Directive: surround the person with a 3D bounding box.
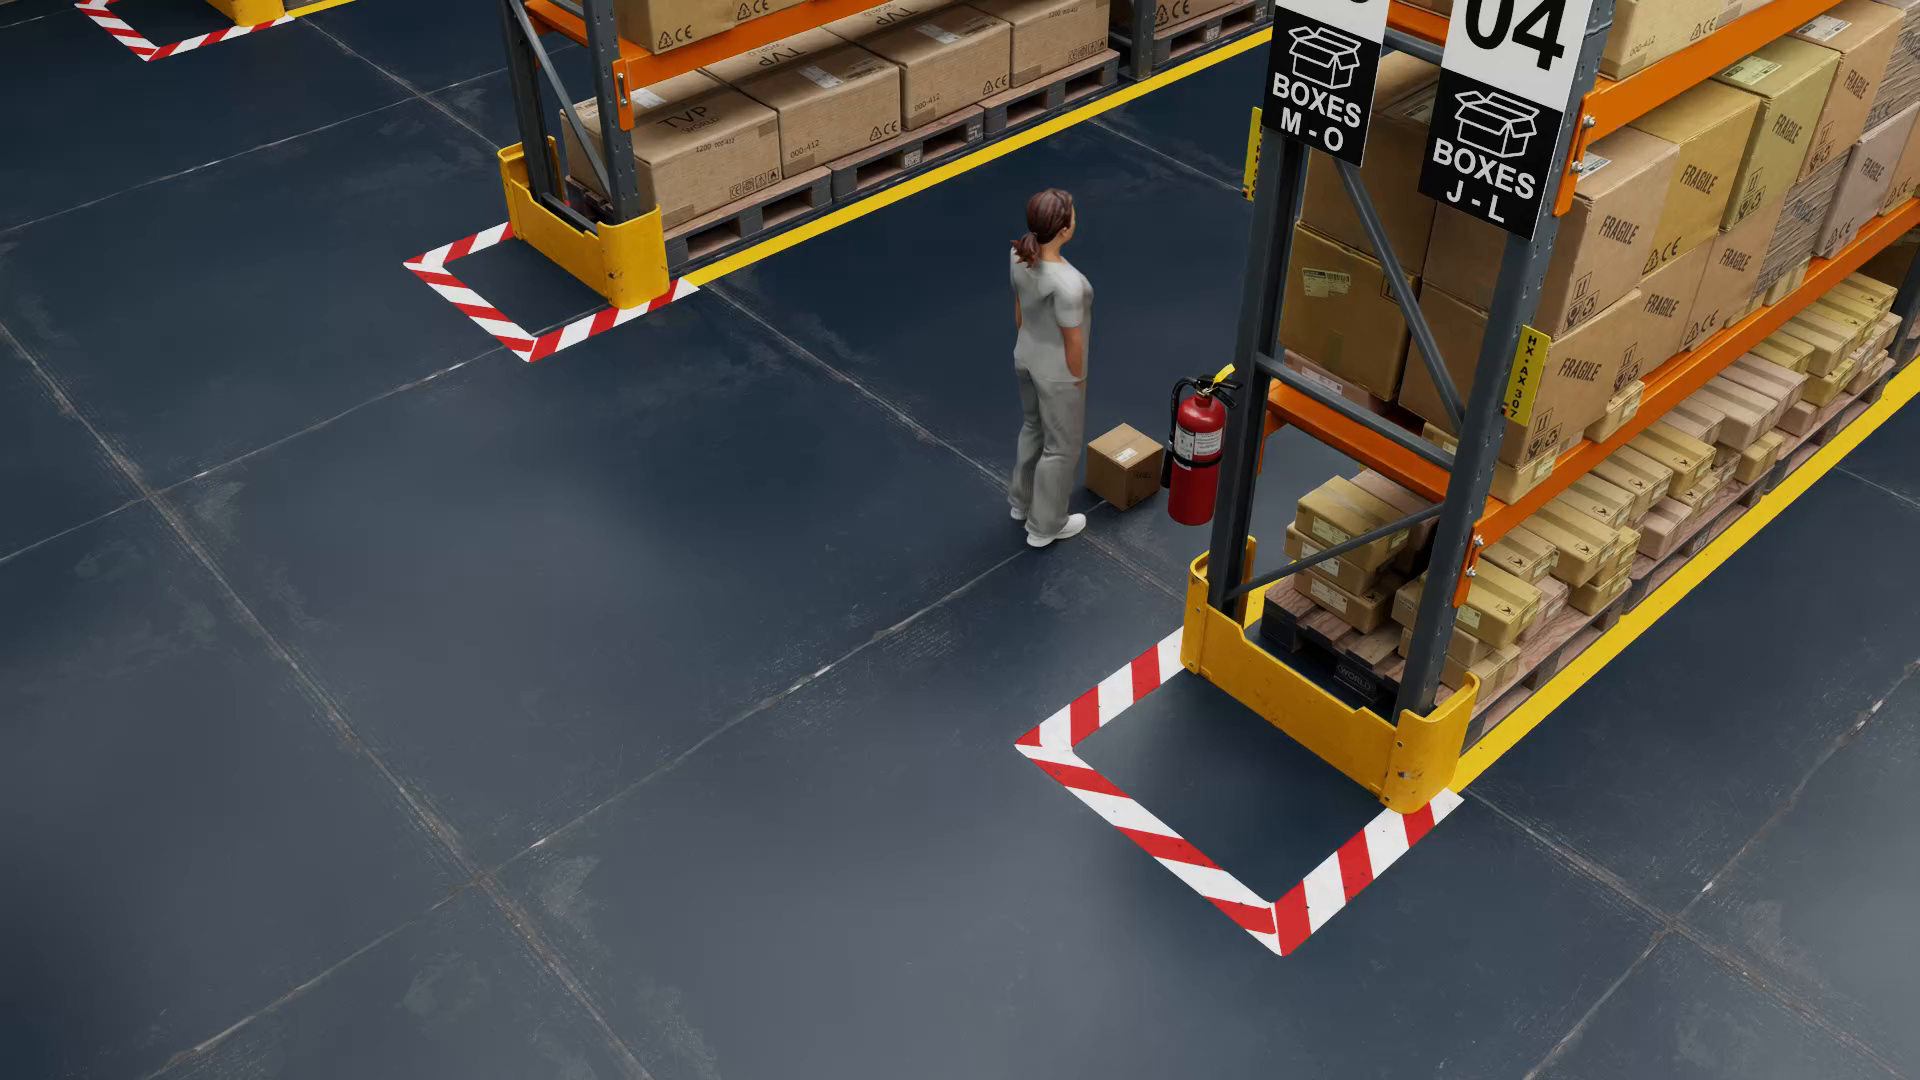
[{"bbox_3d":[0.377,-0.728,7.034,0.383,1.668,0.437,-22,45,-24],"label":"person"}]
